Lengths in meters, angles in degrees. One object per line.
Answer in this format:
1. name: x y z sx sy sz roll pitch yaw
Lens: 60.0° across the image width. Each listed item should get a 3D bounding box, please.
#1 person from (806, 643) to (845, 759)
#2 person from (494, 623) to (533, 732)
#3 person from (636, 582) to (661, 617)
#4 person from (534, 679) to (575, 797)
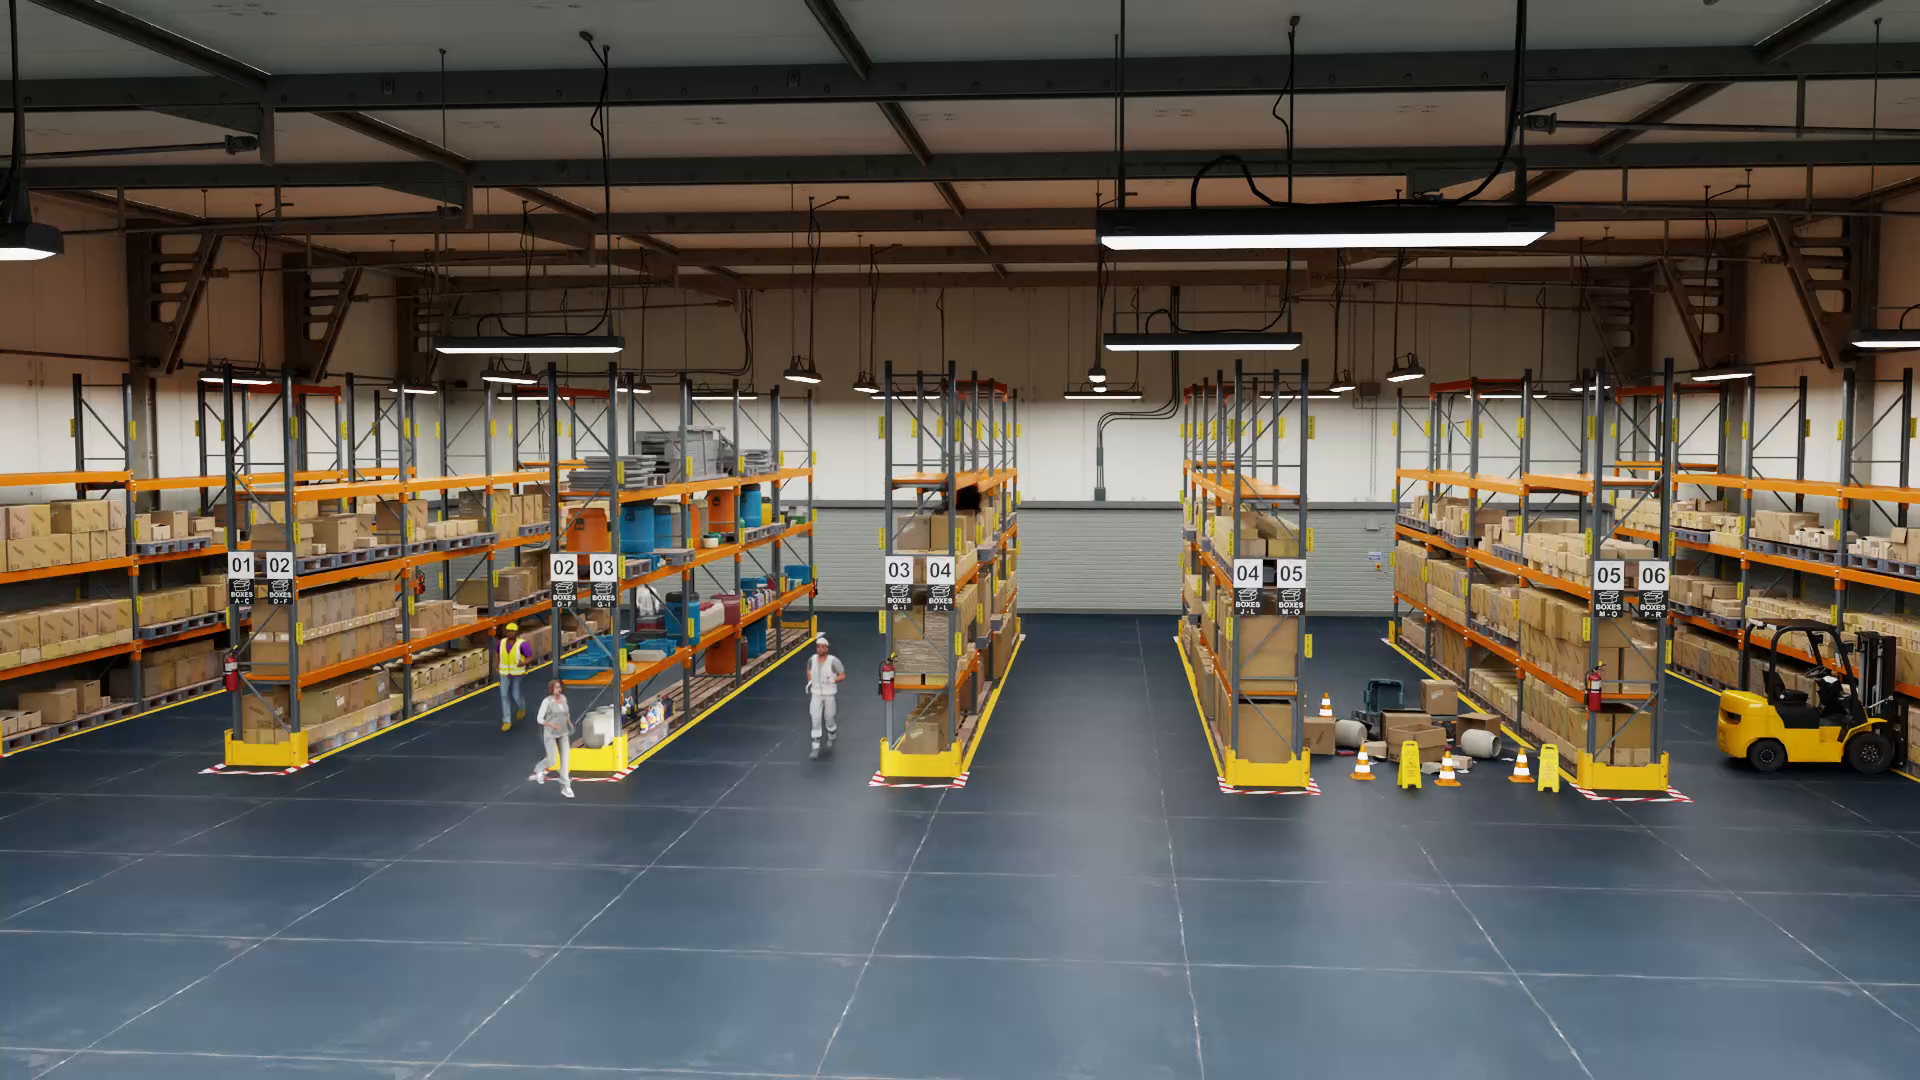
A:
1. person: -2.074 2.458 25.599 0.641 1.678 0.924 1 4 8
2. person: -7.534 2.275 27.995 0.700 1.774 0.972 0 4 0
3. person: -7.269 1.646 38.602 0.612 1.658 0.511 0 4 -5
4. person: -5.562 2.702 22.855 0.865 1.587 0.556 4 5 44
